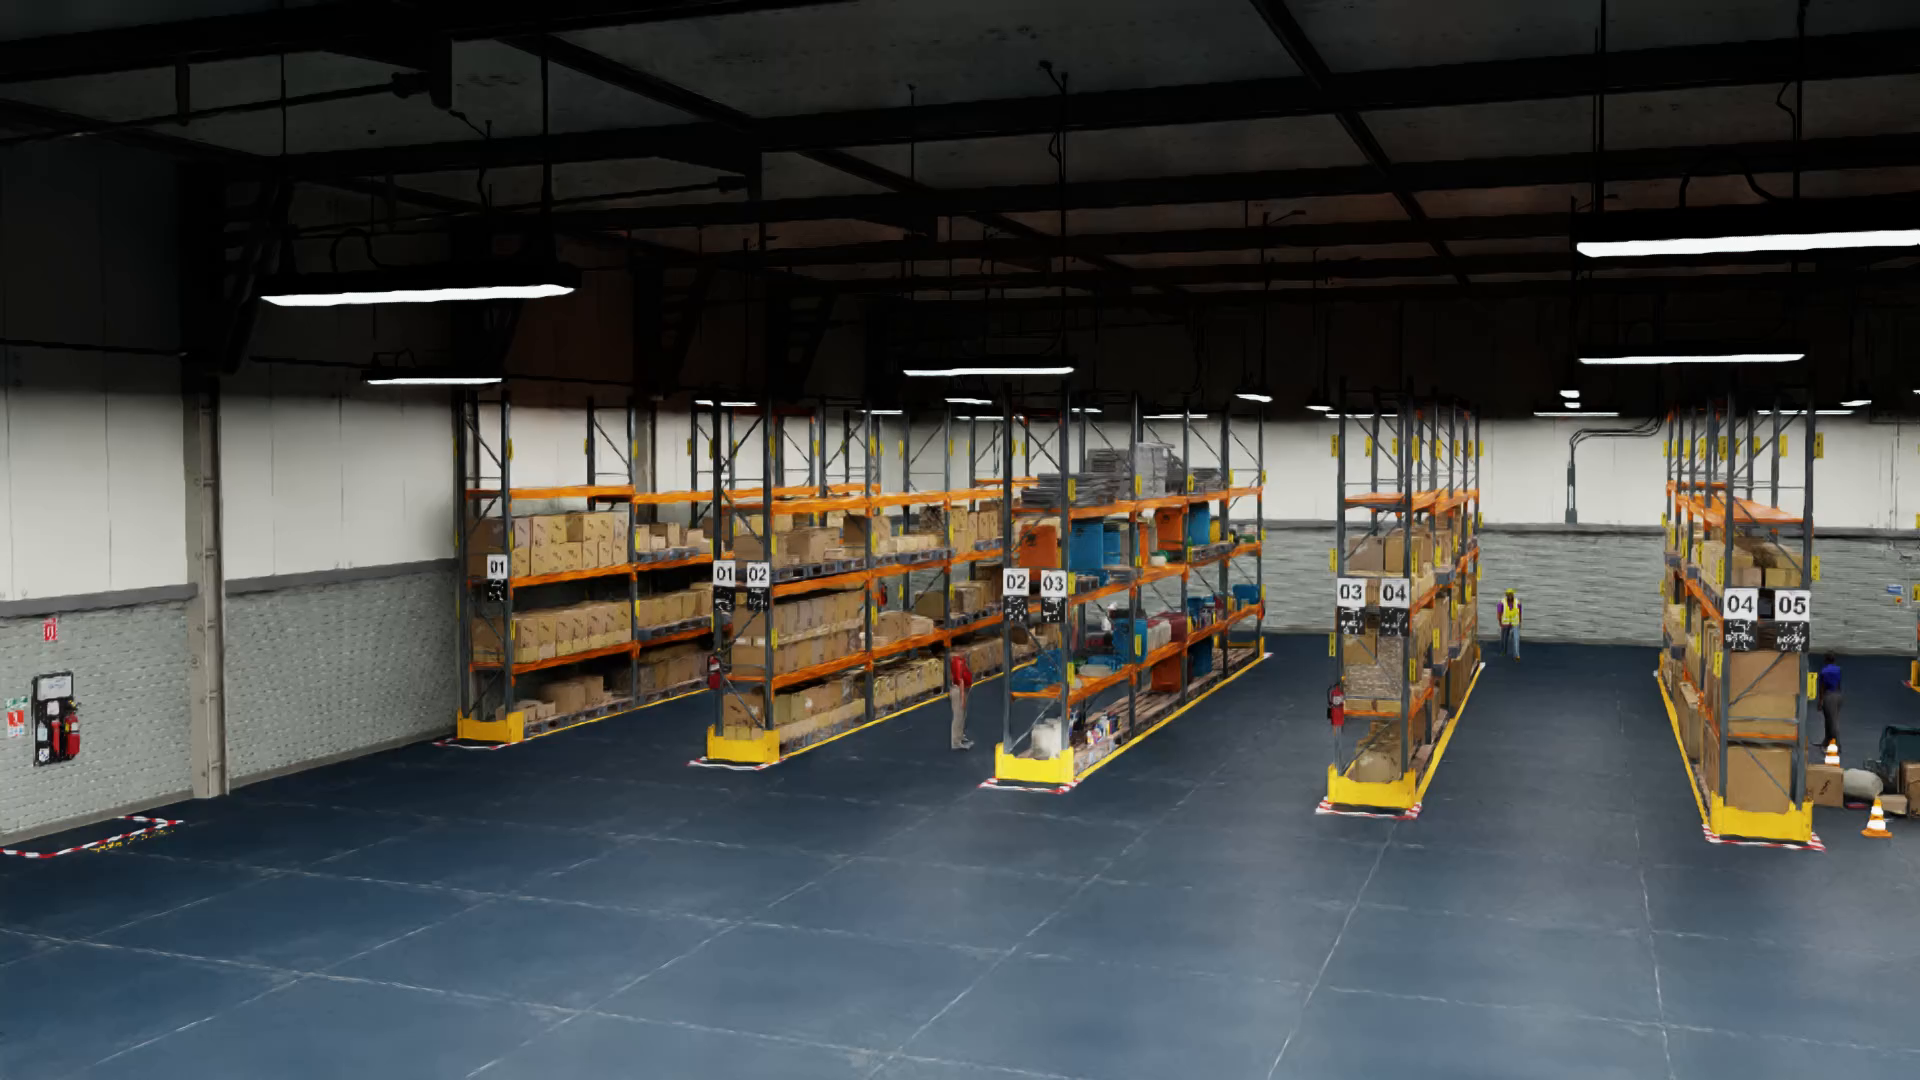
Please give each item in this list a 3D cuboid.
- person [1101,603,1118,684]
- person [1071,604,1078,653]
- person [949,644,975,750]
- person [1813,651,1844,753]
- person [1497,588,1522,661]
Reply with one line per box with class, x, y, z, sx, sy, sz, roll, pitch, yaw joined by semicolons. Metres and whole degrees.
person;3.266;2.184;35.445;0.566;1.706;1.122;1;3;23
person;2.761;2.004;38.882;0.385;1.678;0.590;1;3;11
person;0.040;2.594;27.763;0.450;1.731;0.589;-1;3;-10
person;14.330;2.650;27.453;0.574;1.653;0.544;-2;4;-37
person;12.993;1.975;39.324;0.571;1.708;1.033;1;3;12
